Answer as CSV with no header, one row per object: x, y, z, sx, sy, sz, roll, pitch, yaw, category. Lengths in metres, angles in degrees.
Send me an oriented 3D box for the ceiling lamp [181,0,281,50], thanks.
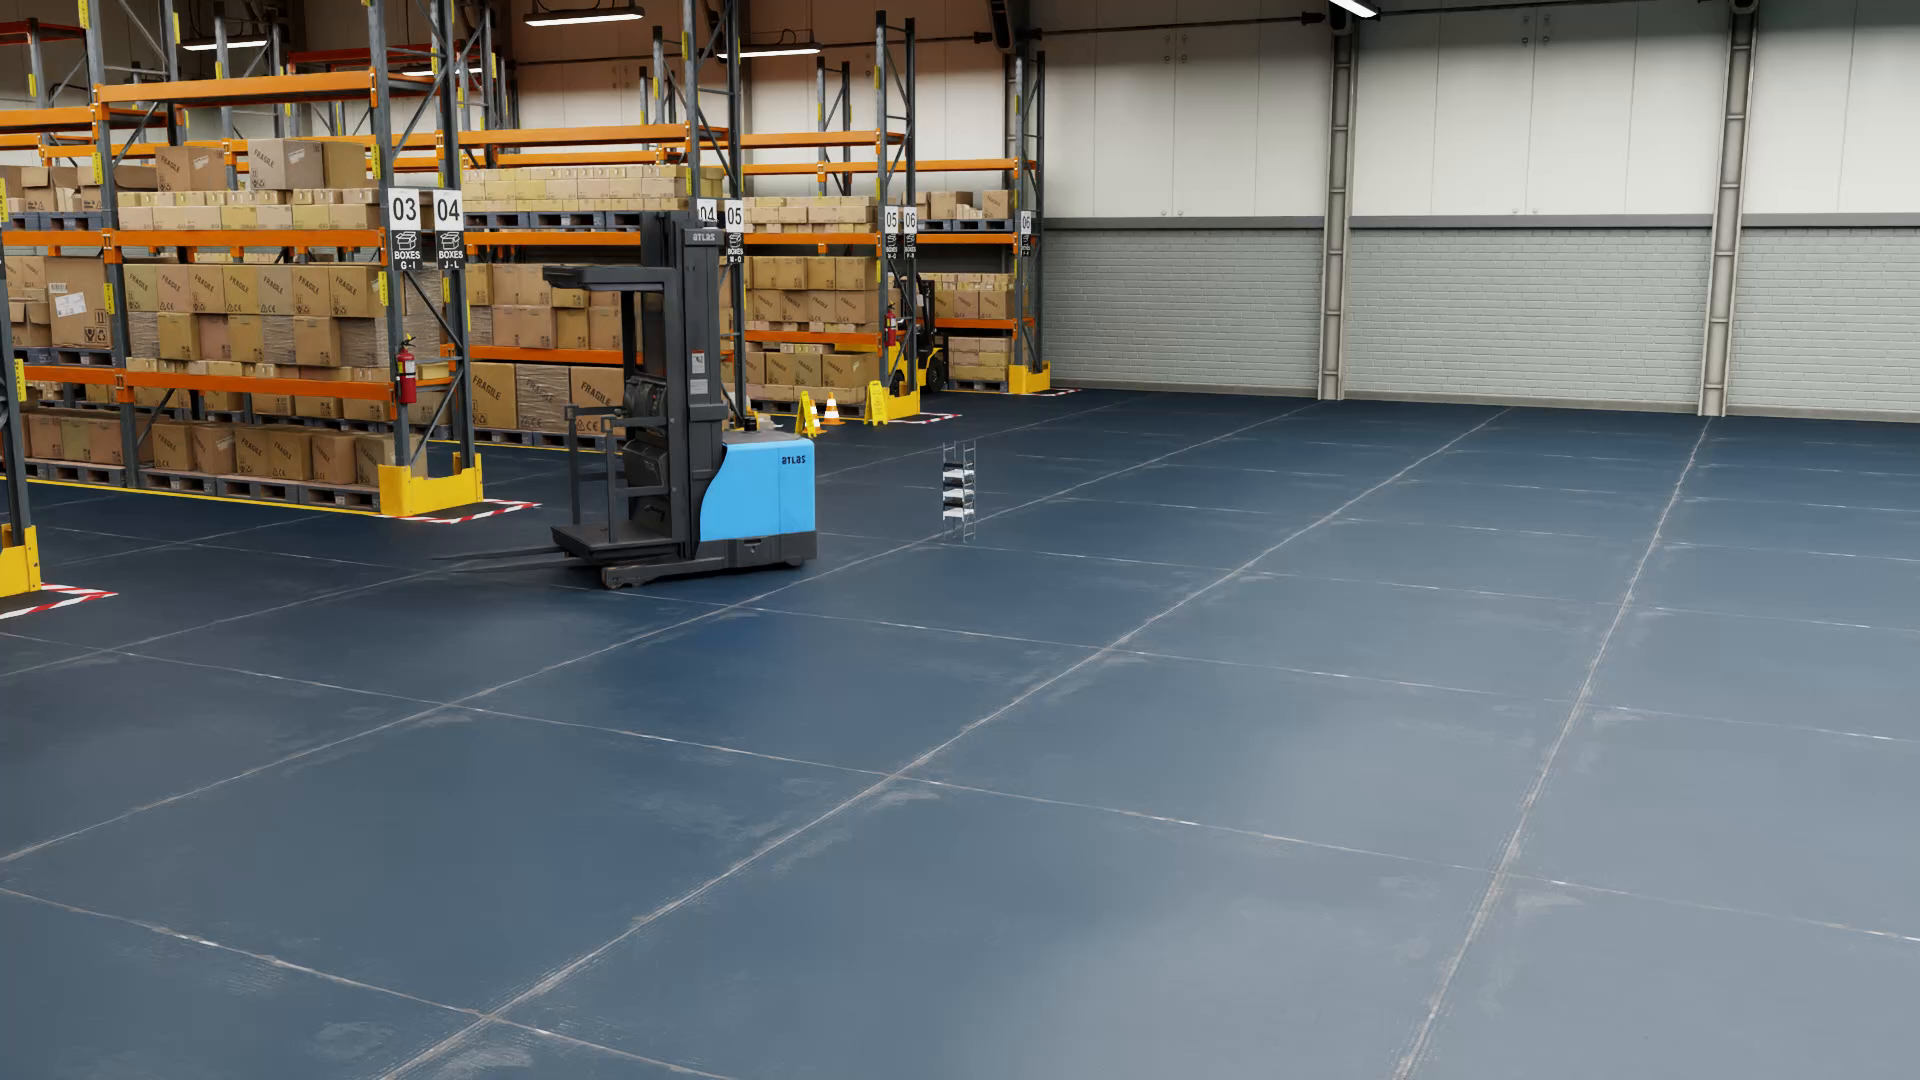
-11.935,-9.742,27.400,2.000,3.185,0.800,5,11,26,ceiling lamp

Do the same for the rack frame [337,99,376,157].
-13.111,-8.392,36.334,0.127,3.000,1.000,5,11,26,rack frame

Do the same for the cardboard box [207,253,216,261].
-13.951,-5.331,31.354,0.250,0.149,0.380,5,11,26,cardboard box

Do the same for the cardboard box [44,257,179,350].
-9.578,-2.706,18.895,1.000,1.000,1.000,5,11,26,cardboard box

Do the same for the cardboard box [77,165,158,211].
-9.305,-3.905,18.495,0.637,0.503,0.797,4,11,23,cardboard box

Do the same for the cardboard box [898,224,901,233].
-1.109,-4.817,25.706,0.250,0.149,0.380,5,11,26,cardboard box

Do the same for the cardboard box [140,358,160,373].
-8.649,-1.909,18.059,0.250,0.149,0.380,5,11,26,cardboard box

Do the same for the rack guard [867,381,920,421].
-1.023,-2.163,25.775,0.348,0.500,1.175,5,11,26,rack guard

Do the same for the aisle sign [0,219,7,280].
-7.337,-2.333,12.400,0.004,0.787,0.394,5,11,26,aisle sign

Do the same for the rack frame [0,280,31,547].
-7.532,-1.013,12.404,0.127,3.000,1.000,5,11,26,rack frame

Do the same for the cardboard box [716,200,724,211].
-3.220,-4.275,21.249,0.250,0.149,0.380,5,11,26,cardboard box

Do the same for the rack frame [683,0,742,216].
-3.055,-5.540,20.573,0.127,3.000,1.000,5,11,26,rack frame

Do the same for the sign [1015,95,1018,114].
0.985,-7.545,28.804,0.005,0.325,0.100,5,11,26,sign

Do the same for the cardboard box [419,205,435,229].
-5.658,-3.285,16.959,0.500,0.250,0.500,5,12,28,cardboard box

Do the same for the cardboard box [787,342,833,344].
-2.822,-3.572,32.034,0.625,0.625,0.875,6,12,28,cardboard box

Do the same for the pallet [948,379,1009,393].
0.534,-2.861,30.446,1.213,0.211,1.003,5,11,26,pallet

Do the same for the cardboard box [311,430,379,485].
-6.444,-0.874,17.477,0.500,0.500,0.500,9,14,41,cardboard box

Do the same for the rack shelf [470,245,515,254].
-6.336,-4.981,27.929,4.000,0.370,1.077,5,11,26,rack shelf

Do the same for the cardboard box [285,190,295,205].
-6.605,-3.473,16.876,0.250,0.149,0.380,5,11,26,cardboard box

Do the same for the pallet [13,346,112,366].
-10.721,-2.190,19.449,1.213,0.211,1.003,5,11,26,pallet

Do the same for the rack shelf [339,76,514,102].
-11.317,-9.516,35.231,4.000,0.370,1.077,5,11,26,rack shelf

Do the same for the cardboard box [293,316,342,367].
-6.323,-2.067,17.115,0.500,0.500,0.875,5,11,26,cardboard box

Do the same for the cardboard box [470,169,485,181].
-6.236,-4.801,21.918,0.250,0.149,0.380,5,11,25,cardboard box

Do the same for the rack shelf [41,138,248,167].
-12.023,-5.777,25.027,4.000,0.370,1.077,5,11,26,rack shelf

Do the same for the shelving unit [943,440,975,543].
-0.007,-0.443,15.154,0.210,0.900,0.258,5,11,26,shelving unit

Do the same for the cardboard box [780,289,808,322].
-2.458,-3.661,25.920,0.500,0.500,0.500,5,11,26,cardboard box

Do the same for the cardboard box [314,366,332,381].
-6.375,-1.723,17.034,0.250,0.149,0.380,5,11,26,cardboard box

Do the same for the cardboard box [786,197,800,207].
-2.484,-5.228,25.738,0.250,0.149,0.380,5,11,24,cardboard box

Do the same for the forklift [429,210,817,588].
-2.741,-1.167,13.447,3.031,2.935,1.130,-6,12,-29,forklift

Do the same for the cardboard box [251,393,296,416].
-9.723,-2.256,24.409,0.750,0.750,1.050,5,11,25,cardboard box

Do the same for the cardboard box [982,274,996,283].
0.588,-4.703,29.858,0.250,0.149,0.380,5,11,26,cardboard box

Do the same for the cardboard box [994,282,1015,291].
0.803,-4.531,29.739,0.250,0.149,0.380,5,11,27,cardboard box

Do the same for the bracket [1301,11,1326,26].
5.864,-8.605,27.400,0.430,0.232,0.235,5,11,26,bracket

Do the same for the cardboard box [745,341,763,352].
-3.343,-3.074,26.405,0.250,0.149,0.380,6,12,29,cardboard box

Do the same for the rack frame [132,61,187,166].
-15.304,-7.599,31.952,0.127,3.000,1.000,5,11,26,rack frame

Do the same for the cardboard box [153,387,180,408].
-11.880,-2.286,25.277,0.500,0.500,0.500,4,11,23,cardboard box

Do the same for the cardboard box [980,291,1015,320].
0.680,-4.226,29.875,0.500,0.500,0.500,5,11,25,cardboard box

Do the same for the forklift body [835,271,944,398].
-1.270,-3.620,29.193,1.214,2.155,2.313,5,11,26,forklift body

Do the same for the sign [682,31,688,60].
-3.308,-5.953,20.010,0.005,0.325,0.100,5,11,26,sign

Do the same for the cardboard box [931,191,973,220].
-0.141,-6.053,30.091,0.500,0.500,0.700,5,11,26,cardboard box

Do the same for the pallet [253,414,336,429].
-9.555,-1.772,24.429,1.213,0.211,1.003,5,11,26,pallet

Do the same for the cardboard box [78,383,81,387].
-14.266,-2.569,26.994,0.250,0.149,0.380,5,11,26,cardboard box

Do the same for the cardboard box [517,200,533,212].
-5.552,-4.349,21.658,0.250,0.149,0.380,5,11,25,cardboard box

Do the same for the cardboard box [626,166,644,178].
-3.960,-4.601,20.814,0.250,0.149,0.380,5,12,27,cardboard box

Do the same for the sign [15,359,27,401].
-7.284,-1.237,12.863,0.005,0.325,0.100,5,11,26,sign

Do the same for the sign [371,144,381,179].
-5.604,-3.629,15.948,0.005,0.325,0.100,5,11,26,sign

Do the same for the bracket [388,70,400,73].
-12.589,-10.226,36.359,4.783,0.066,0.076,5,11,26,bracket

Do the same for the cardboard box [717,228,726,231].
-3.683,-4.933,26.347,0.250,0.149,0.380,5,12,28,cardboard box

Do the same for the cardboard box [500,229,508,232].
-7.693,-5.355,28.349,0.258,0.266,0.396,5,11,26,cardboard box

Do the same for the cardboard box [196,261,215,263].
-14.068,-5.026,31.492,0.500,0.500,0.500,5,11,25,cardboard box

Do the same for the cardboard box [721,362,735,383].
-3.647,-2.795,26.684,0.500,0.500,0.500,6,12,28,cardboard box

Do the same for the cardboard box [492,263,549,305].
-5.782,-3.449,22.412,0.550,0.550,0.875,5,11,26,cardboard box

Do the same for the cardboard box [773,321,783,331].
-2.747,-3.382,26.199,0.250,0.149,0.380,5,11,26,cardboard box
